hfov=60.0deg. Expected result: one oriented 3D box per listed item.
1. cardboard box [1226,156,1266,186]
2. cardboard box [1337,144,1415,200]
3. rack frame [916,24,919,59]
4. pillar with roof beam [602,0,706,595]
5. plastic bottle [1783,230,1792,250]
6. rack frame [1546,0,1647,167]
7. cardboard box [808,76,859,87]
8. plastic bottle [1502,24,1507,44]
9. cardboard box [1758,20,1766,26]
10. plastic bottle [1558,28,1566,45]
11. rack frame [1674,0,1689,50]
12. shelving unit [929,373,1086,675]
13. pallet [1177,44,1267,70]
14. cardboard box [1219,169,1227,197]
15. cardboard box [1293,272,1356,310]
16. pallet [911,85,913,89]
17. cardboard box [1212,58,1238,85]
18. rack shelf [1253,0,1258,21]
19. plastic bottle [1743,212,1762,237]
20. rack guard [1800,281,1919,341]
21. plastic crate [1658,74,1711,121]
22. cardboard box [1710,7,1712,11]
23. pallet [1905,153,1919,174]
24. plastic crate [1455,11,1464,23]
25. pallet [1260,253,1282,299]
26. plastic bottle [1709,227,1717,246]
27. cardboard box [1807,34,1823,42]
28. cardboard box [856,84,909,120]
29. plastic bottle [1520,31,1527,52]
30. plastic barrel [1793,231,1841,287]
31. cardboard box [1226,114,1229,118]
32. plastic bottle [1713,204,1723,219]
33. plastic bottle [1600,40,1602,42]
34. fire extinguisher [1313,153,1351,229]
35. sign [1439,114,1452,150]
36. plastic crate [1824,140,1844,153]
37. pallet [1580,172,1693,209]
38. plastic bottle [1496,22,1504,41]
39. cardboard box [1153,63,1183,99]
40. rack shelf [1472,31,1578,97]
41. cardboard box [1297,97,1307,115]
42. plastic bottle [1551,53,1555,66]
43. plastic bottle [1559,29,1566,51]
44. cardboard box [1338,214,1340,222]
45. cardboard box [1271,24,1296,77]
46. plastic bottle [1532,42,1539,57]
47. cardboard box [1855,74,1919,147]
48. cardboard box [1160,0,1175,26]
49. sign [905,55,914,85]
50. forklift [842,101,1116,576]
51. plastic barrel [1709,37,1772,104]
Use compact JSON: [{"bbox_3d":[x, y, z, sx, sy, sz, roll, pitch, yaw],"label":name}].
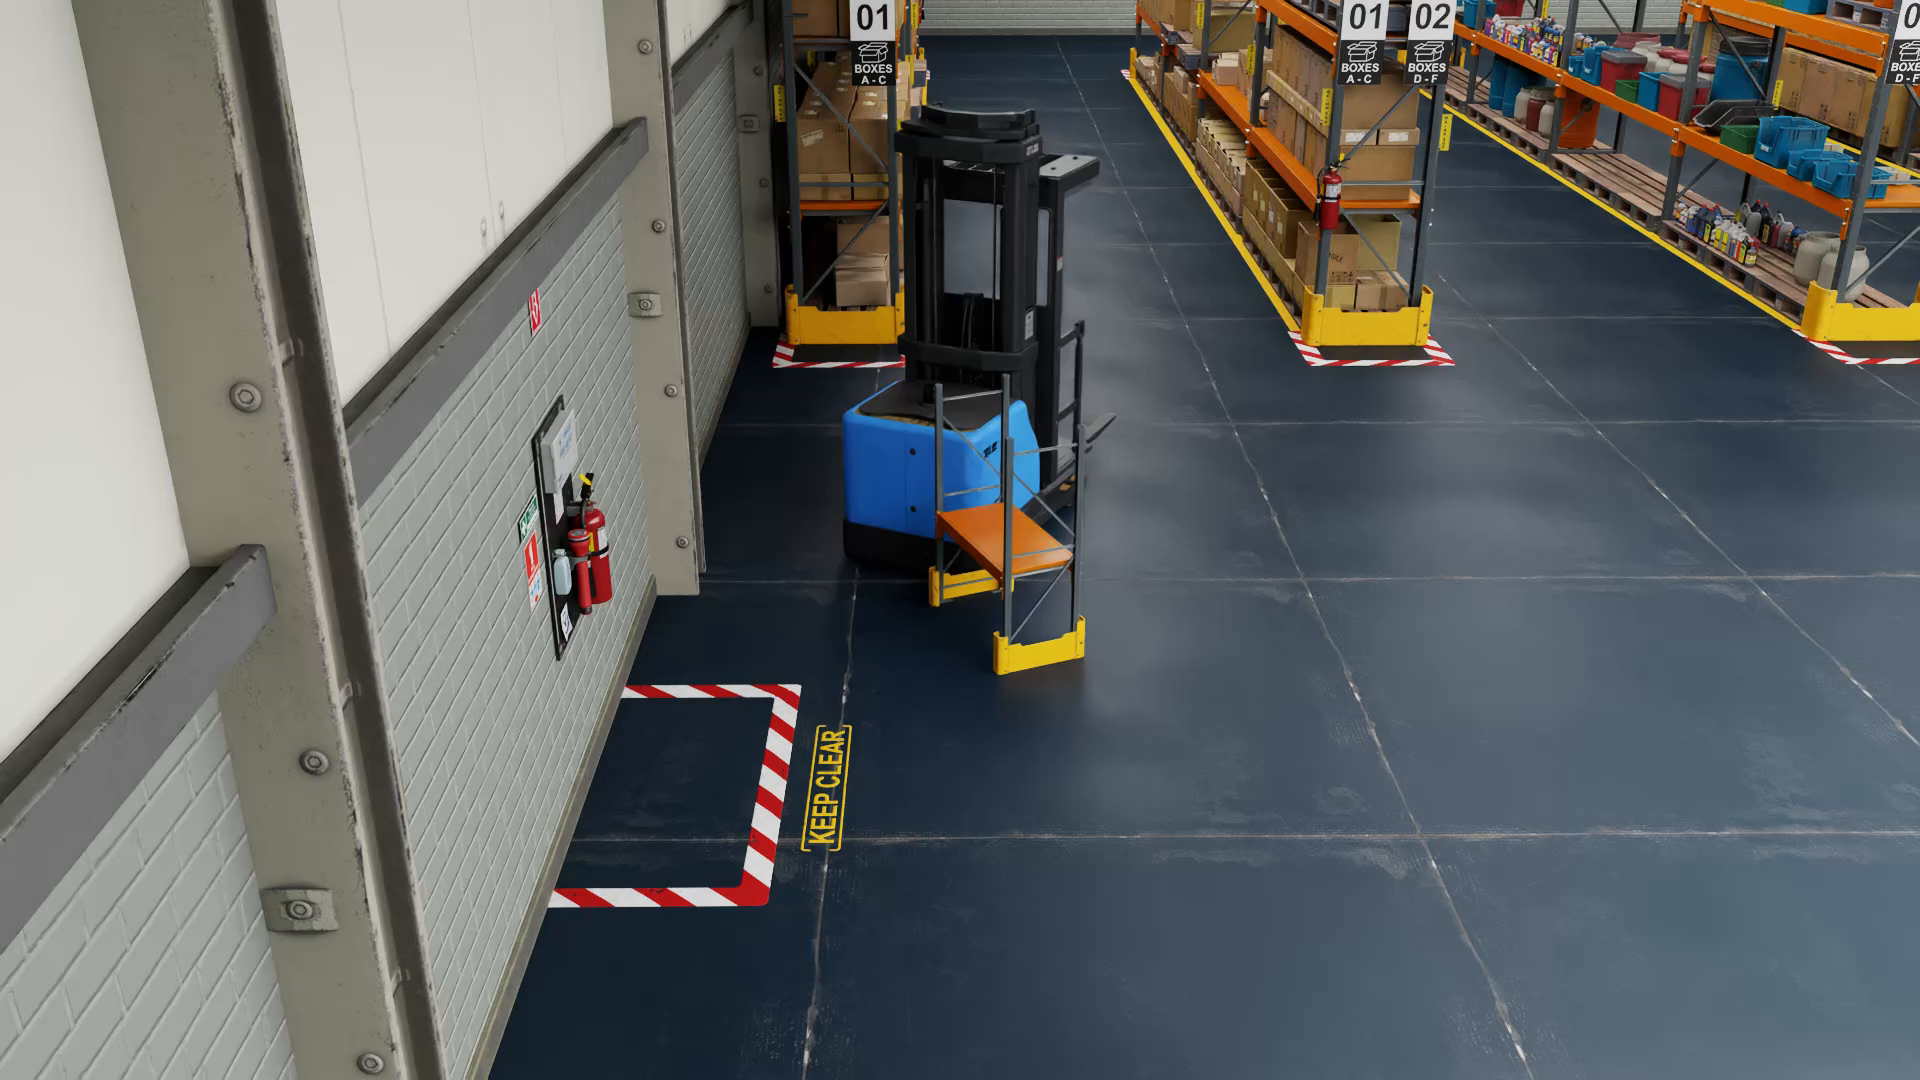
[{"bbox_3d":[3.534,-4.520,20.251,0.500,0.311,0.500,0,24,1],"label":"cardboard box"},{"bbox_3d":[3.888,-3.536,15.807,0.700,0.500,0.500,0,24,-1],"label":"cardboard box"},{"bbox_3d":[-1.247,-9.867,29.927,1.000,3.000,0.127,0,24,-1],"label":"rack frame"},{"bbox_3d":[2.425,-3.839,9.319,9.100,9.000,0.400,0,24,-1],"label":"pillar with roof beam"},{"bbox_3d":[9.117,-3.301,18.270,0.097,0.201,0.097,0,24,0],"label":"plastic bottle"},{"bbox_3d":[8.746,-6.615,22.737,1.000,3.000,0.127,0,24,-1],"label":"rack frame"},{"bbox_3d":[-1.319,-4.592,17.511,0.500,0.500,0.500,0,24,1],"label":"cardboard box"},{"bbox_3d":[8.290,-7.692,25.258,0.061,0.283,0.133,0,24,-1],"label":"plastic bottle"},{"bbox_3d":[13.319,-8.508,27.225,0.380,0.149,0.250,-1,24,-1],"label":"cardboard box"},{"bbox_3d":[9.044,-7.537,24.925,0.152,0.276,0.135,0,24,-1],"label":"plastic bottle"},{"bbox_3d":[13.612,-9.934,30.075,1.000,3.000,0.127,0,24,-1],"label":"rack frame"},{"bbox_3d":[0.278,-0.125,10.205,0.587,1.500,1.083,-10,26,-22],"label":"shelving unit"},{"bbox_3d":[3.716,-6.786,23.348,1.213,0.211,1.003,0,24,-1],"label":"pallet"},{"bbox_3d":[3.533,-4.474,20.829,0.500,0.250,0.500,0,24,1],"label":"cardboard box"},{"bbox_3d":[3.579,-2.456,16.368,0.500,0.250,0.500,0,24,-1],"label":"cardboard box"},{"bbox_3d":[-1.098,-5.668,20.875,1.003,0.211,1.213,0,24,-1],"label":"pallet"},{"bbox_3d":[3.609,-6.185,21.893,0.500,0.311,0.500,-1,24,-1],"label":"cardboard box"},{"bbox_3d":[3.815,-6.810,20.399,1.077,0.370,4.000,0,24,-1],"label":"rack shelf"},{"bbox_3d":[8.939,-3.572,18.780,0.152,0.276,0.135,0,24,-1],"label":"plastic bottle"},{"bbox_3d":[8.786,-2.211,16.032,1.175,0.500,0.348,0,24,-1],"label":"rack guard"},{"bbox_3d":[8.479,-5.194,19.518,0.402,0.464,0.583,0,24,-1],"label":"plastic crate"},{"bbox_3d":[13.297,-9.353,29.095,0.380,0.149,0.250,-1,24,-1],"label":"cardboard box"},{"bbox_3d":[13.706,-5.045,22.649,1.003,0.211,1.213,0,24,-1],"label":"pallet"},{"bbox_3d":[8.422,-8.626,27.443,0.437,0.125,0.590,0,24,-1],"label":"plastic crate"},{"bbox_3d":[3.820,-2.844,17.782,1.003,0.211,1.213,0,24,-1],"label":"pallet"},{"bbox_3d":[8.365,-3.364,18.409,0.097,0.201,0.097,0,24,0],"label":"plastic bottle"},{"bbox_3d":[13.417,-7.934,25.530,0.500,0.500,0.500,0,24,0],"label":"cardboard box"},{"bbox_3d":[-0.790,-4.384,17.051,0.500,0.500,0.500,0,24,1],"label":"cardboard box"},{"bbox_3d":[8.299,-7.329,24.457,0.061,0.283,0.133,0,24,-1],"label":"plastic bottle"},{"bbox_3d":[8.744,-2.854,16.930,0.421,0.512,0.421,0,24,0],"label":"plastic barrel"},{"bbox_3d":[4.063,-6.061,24.010,0.500,0.500,0.500,-1,24,-2],"label":"cardboard box"},{"bbox_3d":[8.528,-3.627,18.810,0.144,0.351,0.185,0,24,-1],"label":"plastic bottle"},{"bbox_3d":[9.104,-6.988,23.703,0.061,0.283,0.133,0,24,-1],"label":"plastic bottle"},{"bbox_3d":[3.417,-3.212,15.306,0.296,0.674,0.183,0,24,-1],"label":"fire extinguisher"},{"bbox_3d":[4.435,-3.729,15.208,0.100,0.325,0.005,0,24,-1],"label":"sign"},{"bbox_3d":[9.061,-4.179,17.670,0.530,0.136,0.437,0,24,-1],"label":"plastic crate"},{"bbox_3d":[8.726,-4.524,21.497,1.003,0.211,1.213,0,24,-1],"label":"pallet"},{"bbox_3d":[8.305,-7.814,25.543,0.097,0.271,0.097,0,24,0],"label":"plastic bottle"},{"bbox_3d":[3.460,-7.538,27.276,0.500,0.500,0.500,0,24,-1],"label":"cardboard box"},{"bbox_3d":[8.724,-7.112,24.707,1.077,0.370,4.000,0,24,-1],"label":"rack shelf"},{"bbox_3d":[3.667,-4.435,17.008,0.380,0.149,0.250,-1,24,-1],"label":"cardboard box"},{"bbox_3d":[8.332,-6.737,23.248,0.097,0.201,0.097,0,24,0],"label":"plastic bottle"},{"bbox_3d":[8.901,-7.354,24.430,0.144,0.351,0.185,0,24,-1],"label":"plastic bottle"},{"bbox_3d":[4.071,-3.212,17.130,0.500,0.500,0.500,0,24,-1],"label":"cardboard box"},{"bbox_3d":[3.848,-5.400,18.355,0.700,0.500,0.500,0,24,0],"label":"cardboard box"},{"bbox_3d":[8.323,-7.073,23.990,0.097,0.201,0.097,0,24,0],"label":"plastic bottle"},{"bbox_3d":[13.712,-6.145,23.767,1.225,0.875,0.875,-1,24,-3],"label":"cardboard box"},{"bbox_3d":[3.531,-8.284,25.795,0.700,0.500,0.500,-9,26,-18],"label":"cardboard box"},{"bbox_3d":[-0.574,-5.323,18.828,0.100,0.325,0.005,0,24,-1],"label":"sign"},{"bbox_3d":[0.301,-1.654,11.849,1.130,2.935,3.031,11,27,24],"label":"forklift"},{"bbox_3d":[9.089,-5.356,19.344,0.600,0.901,0.708,0,24,-1],"label":"plastic barrel"}]
